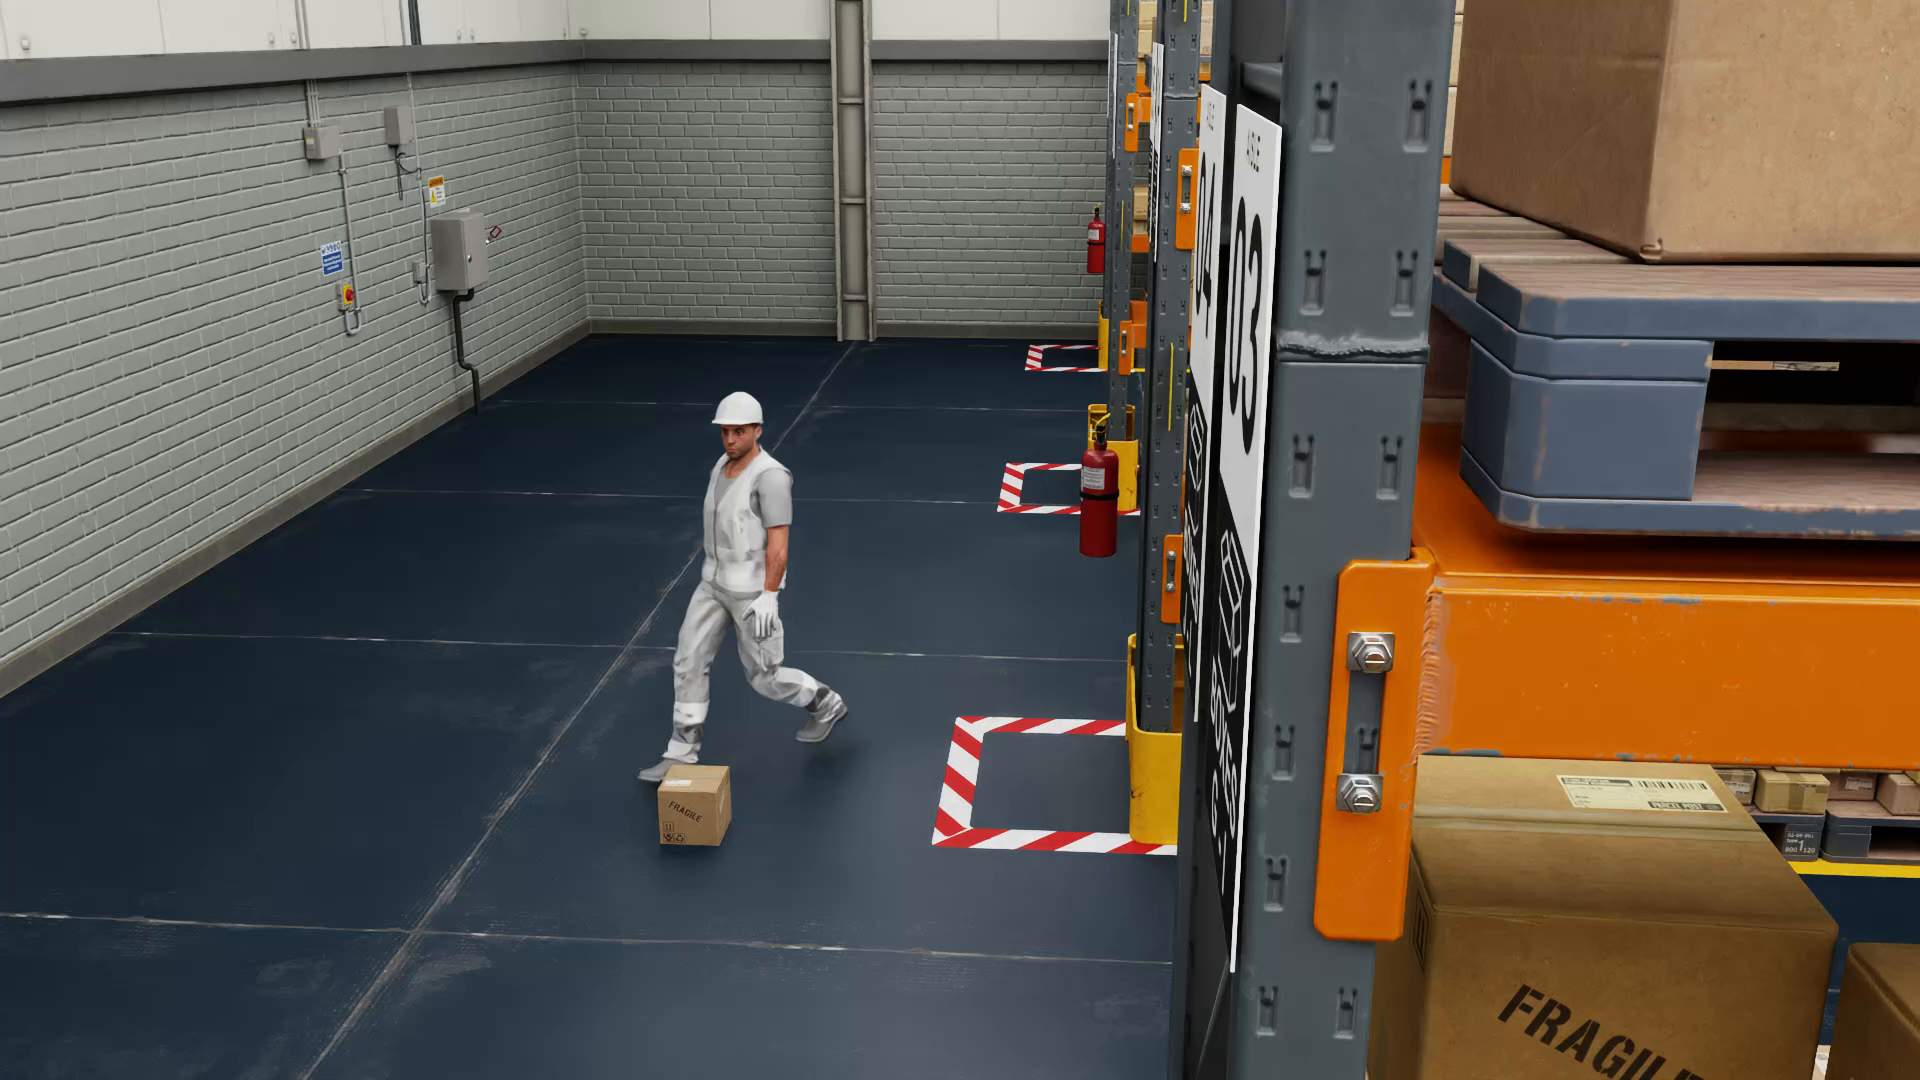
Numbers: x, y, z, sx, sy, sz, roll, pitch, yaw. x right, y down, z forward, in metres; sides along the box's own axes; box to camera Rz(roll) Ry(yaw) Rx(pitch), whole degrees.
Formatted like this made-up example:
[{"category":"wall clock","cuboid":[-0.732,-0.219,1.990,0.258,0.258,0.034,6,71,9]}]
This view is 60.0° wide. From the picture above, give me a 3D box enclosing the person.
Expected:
[{"category":"person","cuboid":[-1.005,0.214,7.390,1.005,1.737,0.575,-16,23,-42]}]
